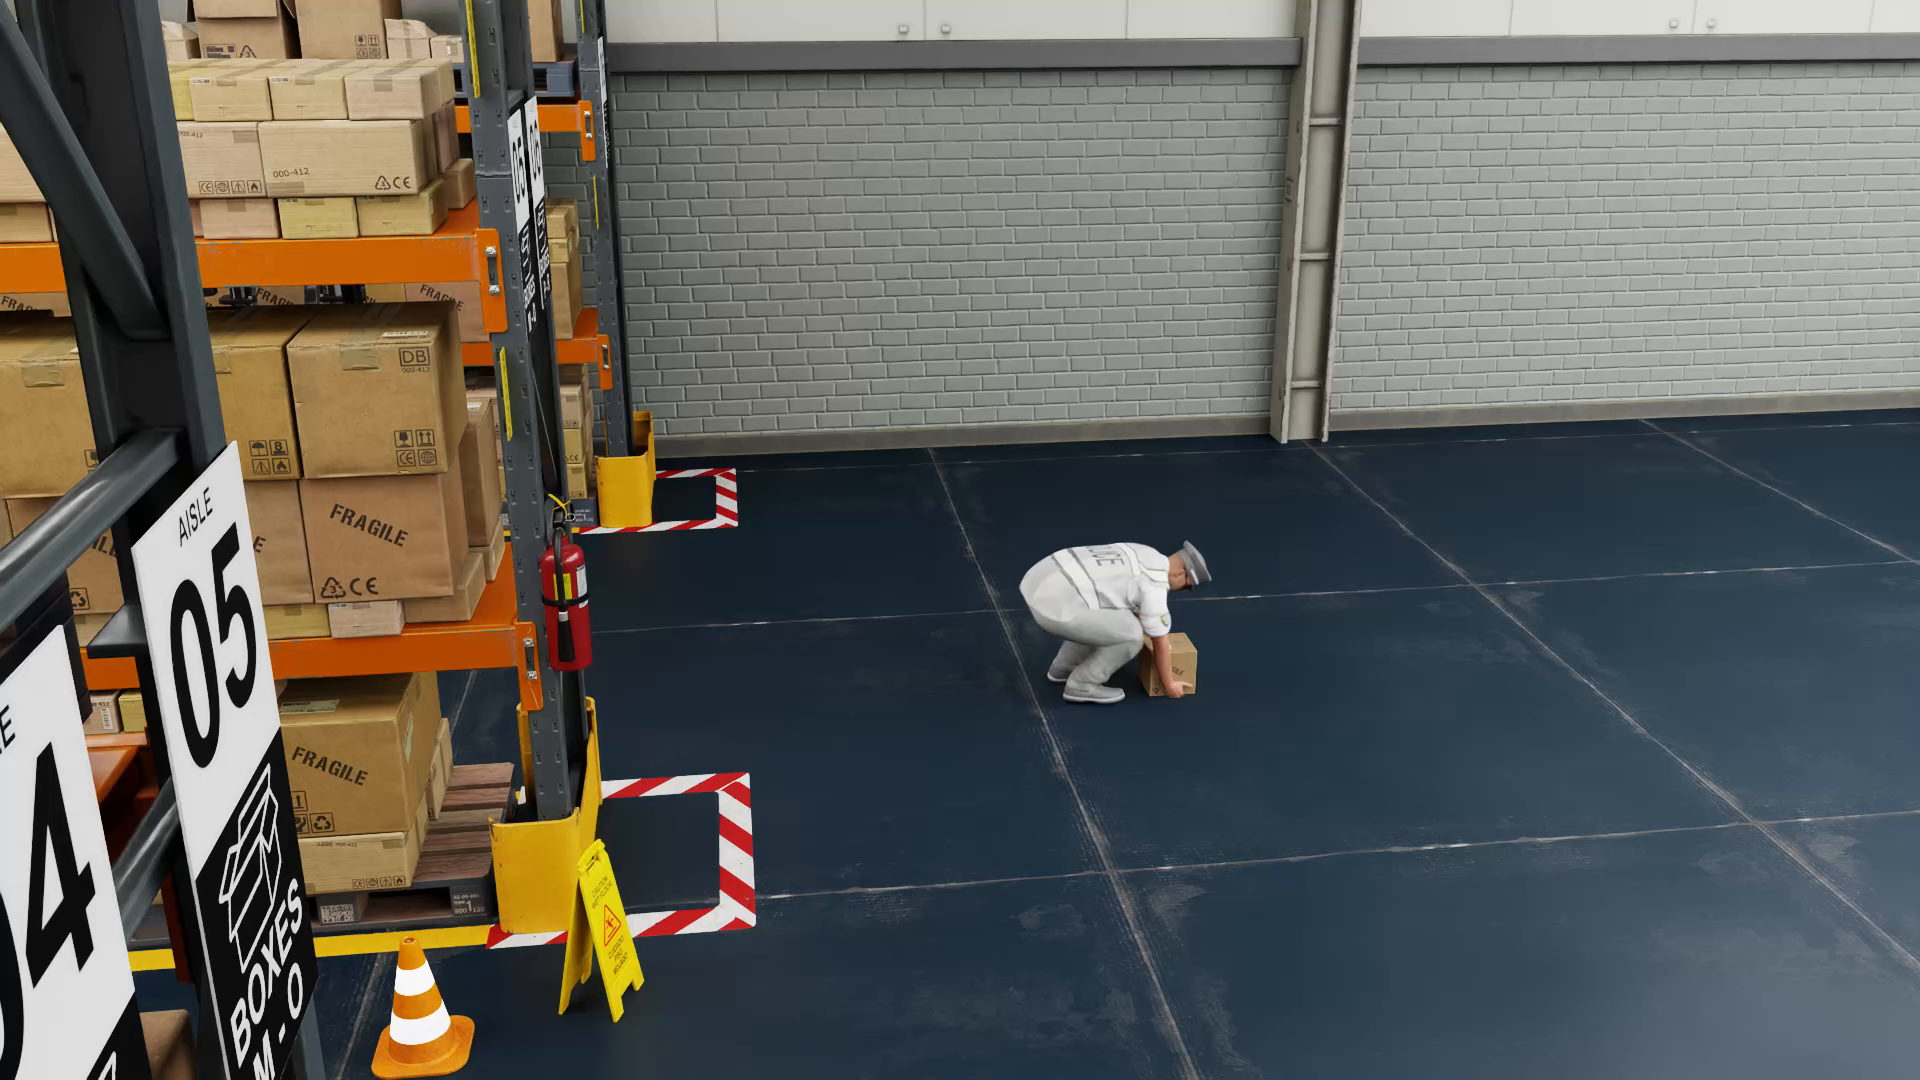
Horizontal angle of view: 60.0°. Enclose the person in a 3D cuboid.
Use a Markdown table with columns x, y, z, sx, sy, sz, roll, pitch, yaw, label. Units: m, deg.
| x | y | z | sx | sy | sz | roll | pitch | yaw | label |
| --- | --- | --- | --- | --- | --- | --- | --- | --- | --- |
| 0.830 | 0.429 | 8.811 | 1.028 | 0.819 | 0.522 | -3 | 20 | -9 | person |
